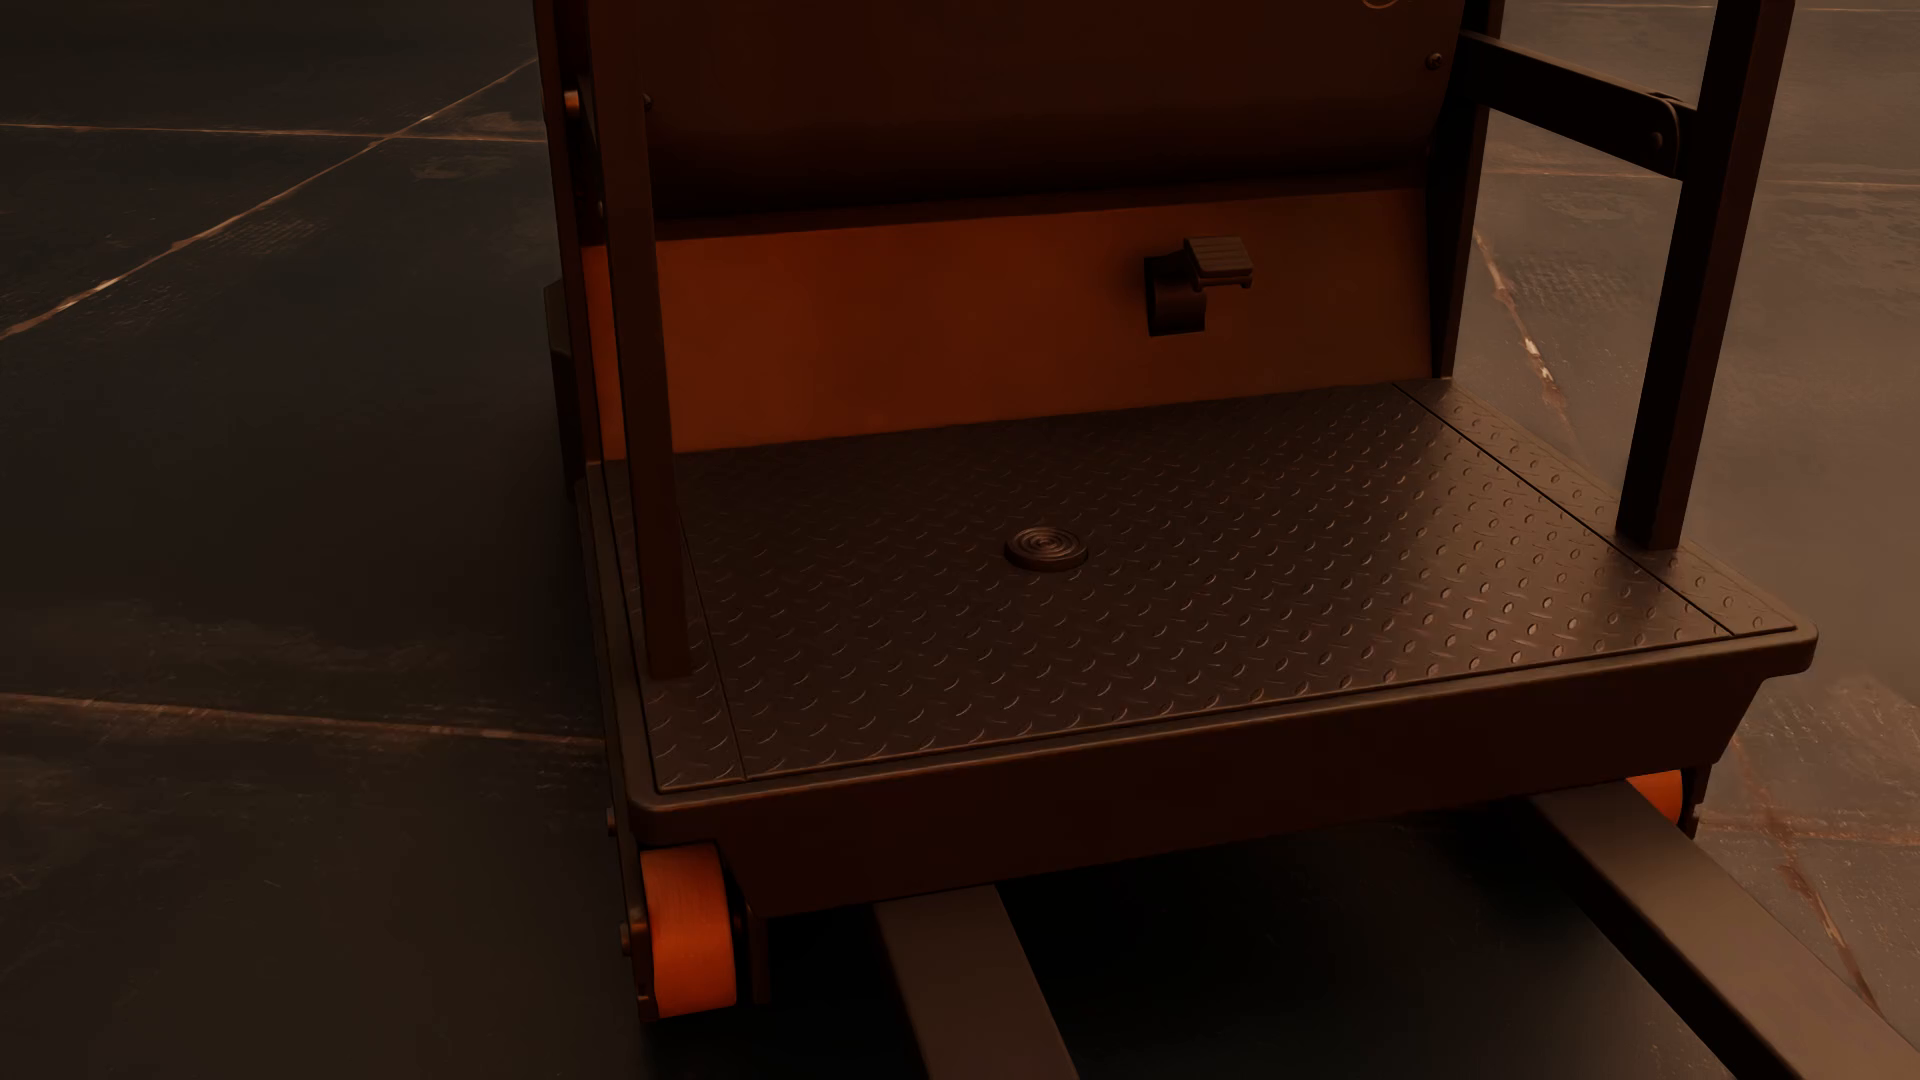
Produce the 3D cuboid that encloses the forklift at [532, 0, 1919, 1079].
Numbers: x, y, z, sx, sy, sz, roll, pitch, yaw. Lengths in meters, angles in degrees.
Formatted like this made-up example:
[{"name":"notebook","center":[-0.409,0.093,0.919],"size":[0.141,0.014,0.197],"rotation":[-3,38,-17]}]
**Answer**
[{"name":"forklift","center":[0.153,-1.049,1.319],"size":[1.130,2.935,3.031],"rotation":[-7,27,-13]}]
